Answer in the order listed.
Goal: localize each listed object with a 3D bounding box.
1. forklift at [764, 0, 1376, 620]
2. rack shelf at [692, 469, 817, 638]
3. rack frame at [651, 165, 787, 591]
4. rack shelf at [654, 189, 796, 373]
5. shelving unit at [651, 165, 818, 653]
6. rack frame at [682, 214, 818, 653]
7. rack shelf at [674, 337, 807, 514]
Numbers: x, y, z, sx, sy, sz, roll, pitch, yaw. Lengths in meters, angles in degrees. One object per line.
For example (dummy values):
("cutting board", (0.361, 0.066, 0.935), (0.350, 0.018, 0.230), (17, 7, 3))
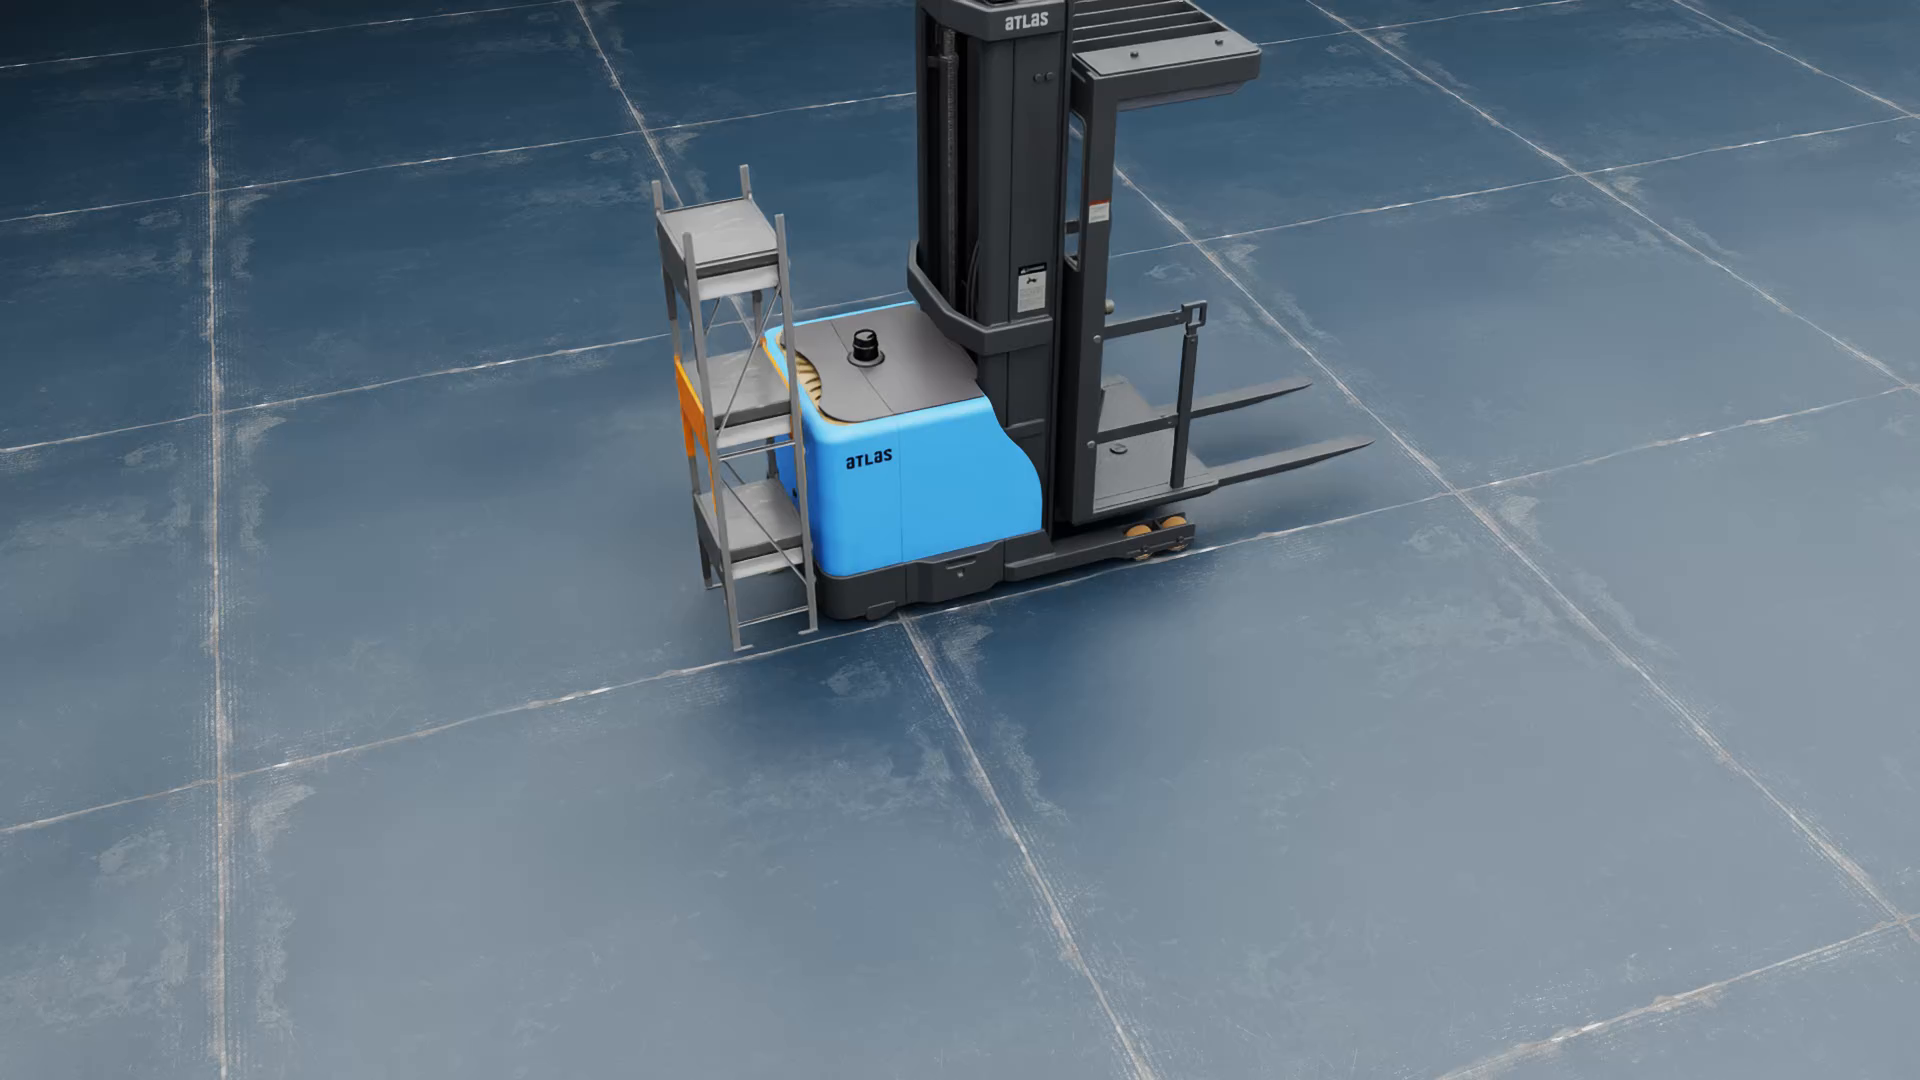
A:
("forklift", (0.614, -1.358, 7.616), (3.031, 2.935, 1.130), (-13, 39, -17))
("rack shelf", (-0.939, 0.058, 7.609), (0.431, 0.518, 0.480), (-14, 39, -17))
("rack frame", (-1.039, -0.646, 7.358), (0.400, 2.100, 0.015), (-14, 39, -17))
("rack shelf", (-0.955, -1.056, 6.762), (0.431, 0.518, 0.480), (-14, 39, -17))
("shelving unit", (-0.947, -0.510, 7.177), (0.431, 2.100, 0.503), (-14, 39, -17))
("rack frame", (-0.856, -0.374, 6.996), (0.400, 2.100, 0.015), (-14, 39, -17))
("rack shelf", (-0.947, -0.499, 7.185), (0.431, 0.518, 0.480), (-14, 39, -17))
